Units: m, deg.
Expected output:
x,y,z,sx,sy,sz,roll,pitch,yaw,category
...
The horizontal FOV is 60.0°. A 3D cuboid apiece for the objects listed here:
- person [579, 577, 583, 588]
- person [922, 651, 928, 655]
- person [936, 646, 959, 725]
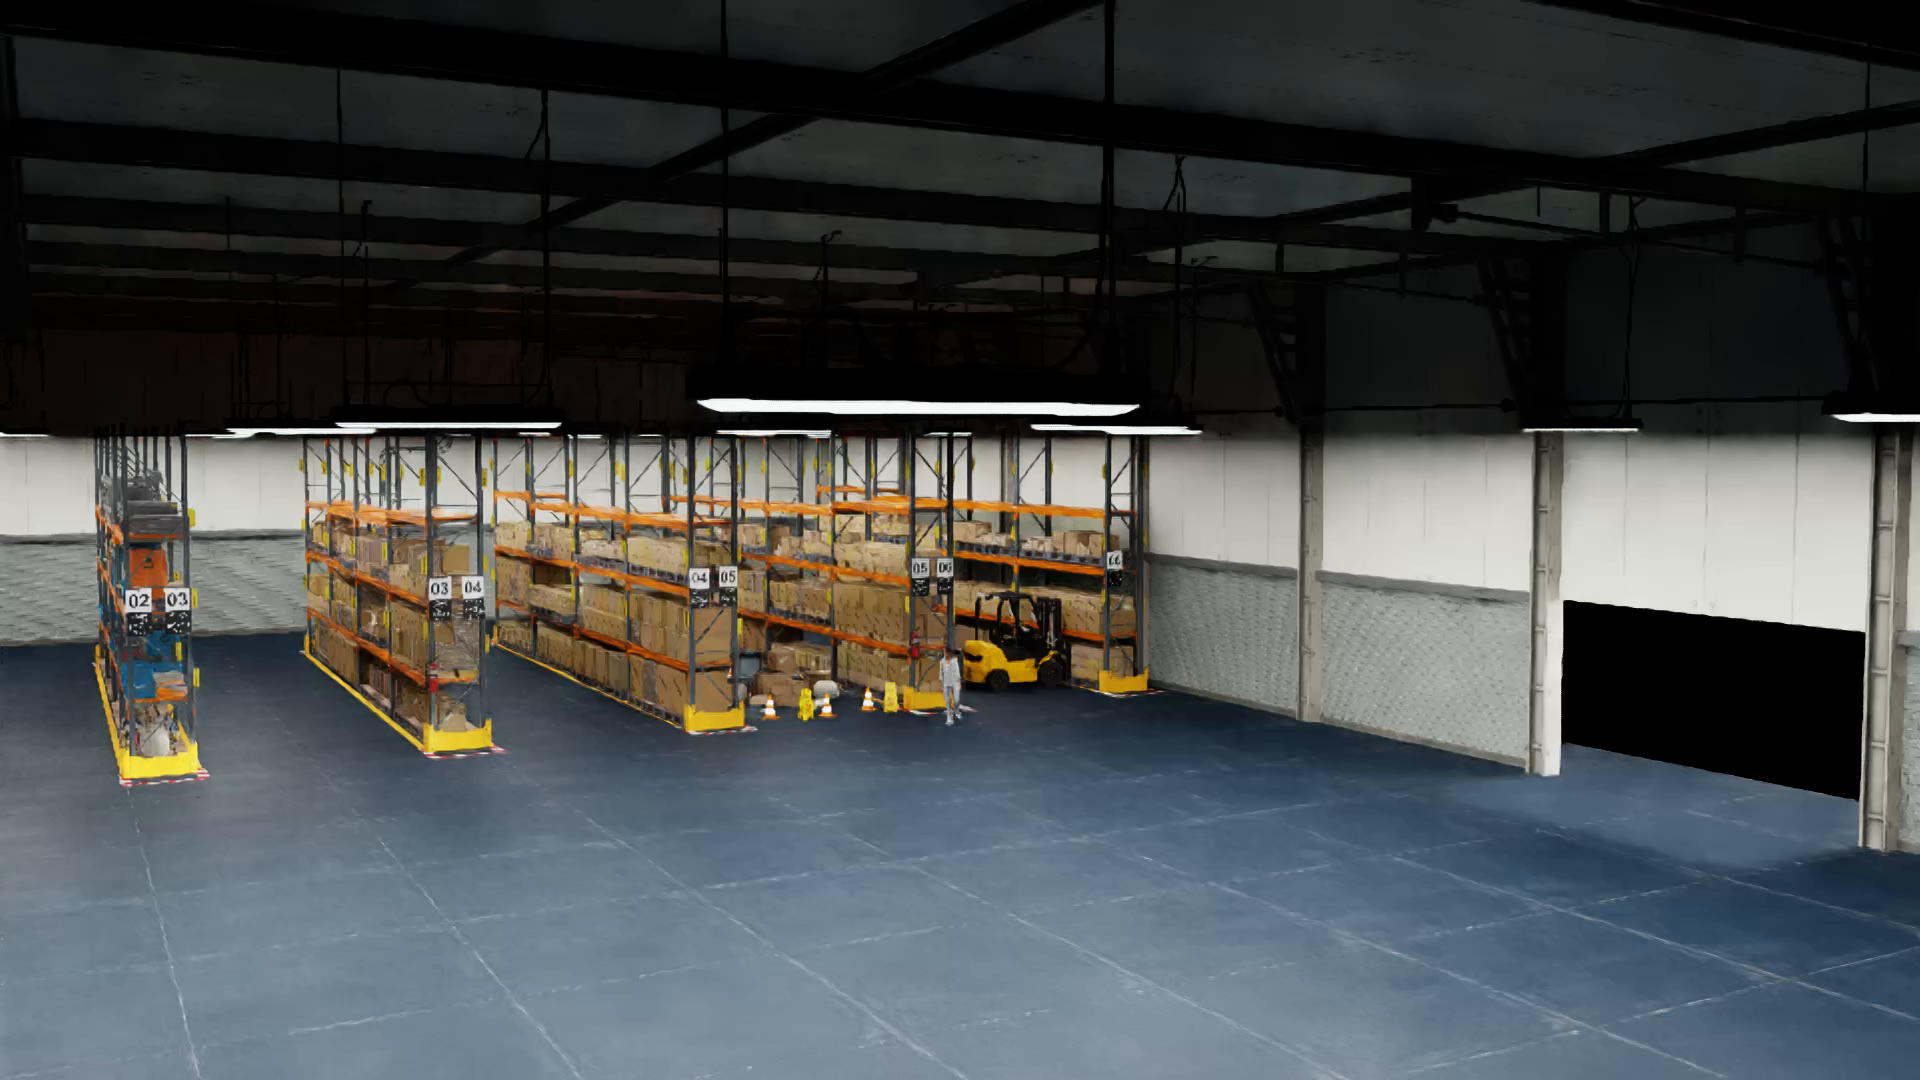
x,y,z,sx,sy,sz,roll,pitch,yaw,category
-10.934,1.947,47.696,0.606,1.765,0.651,0,3,-2,person
-1.133,2.191,43.595,0.597,1.769,0.604,0,3,3,person
-0.243,2.905,33.276,0.456,1.585,0.420,1,4,17,person
